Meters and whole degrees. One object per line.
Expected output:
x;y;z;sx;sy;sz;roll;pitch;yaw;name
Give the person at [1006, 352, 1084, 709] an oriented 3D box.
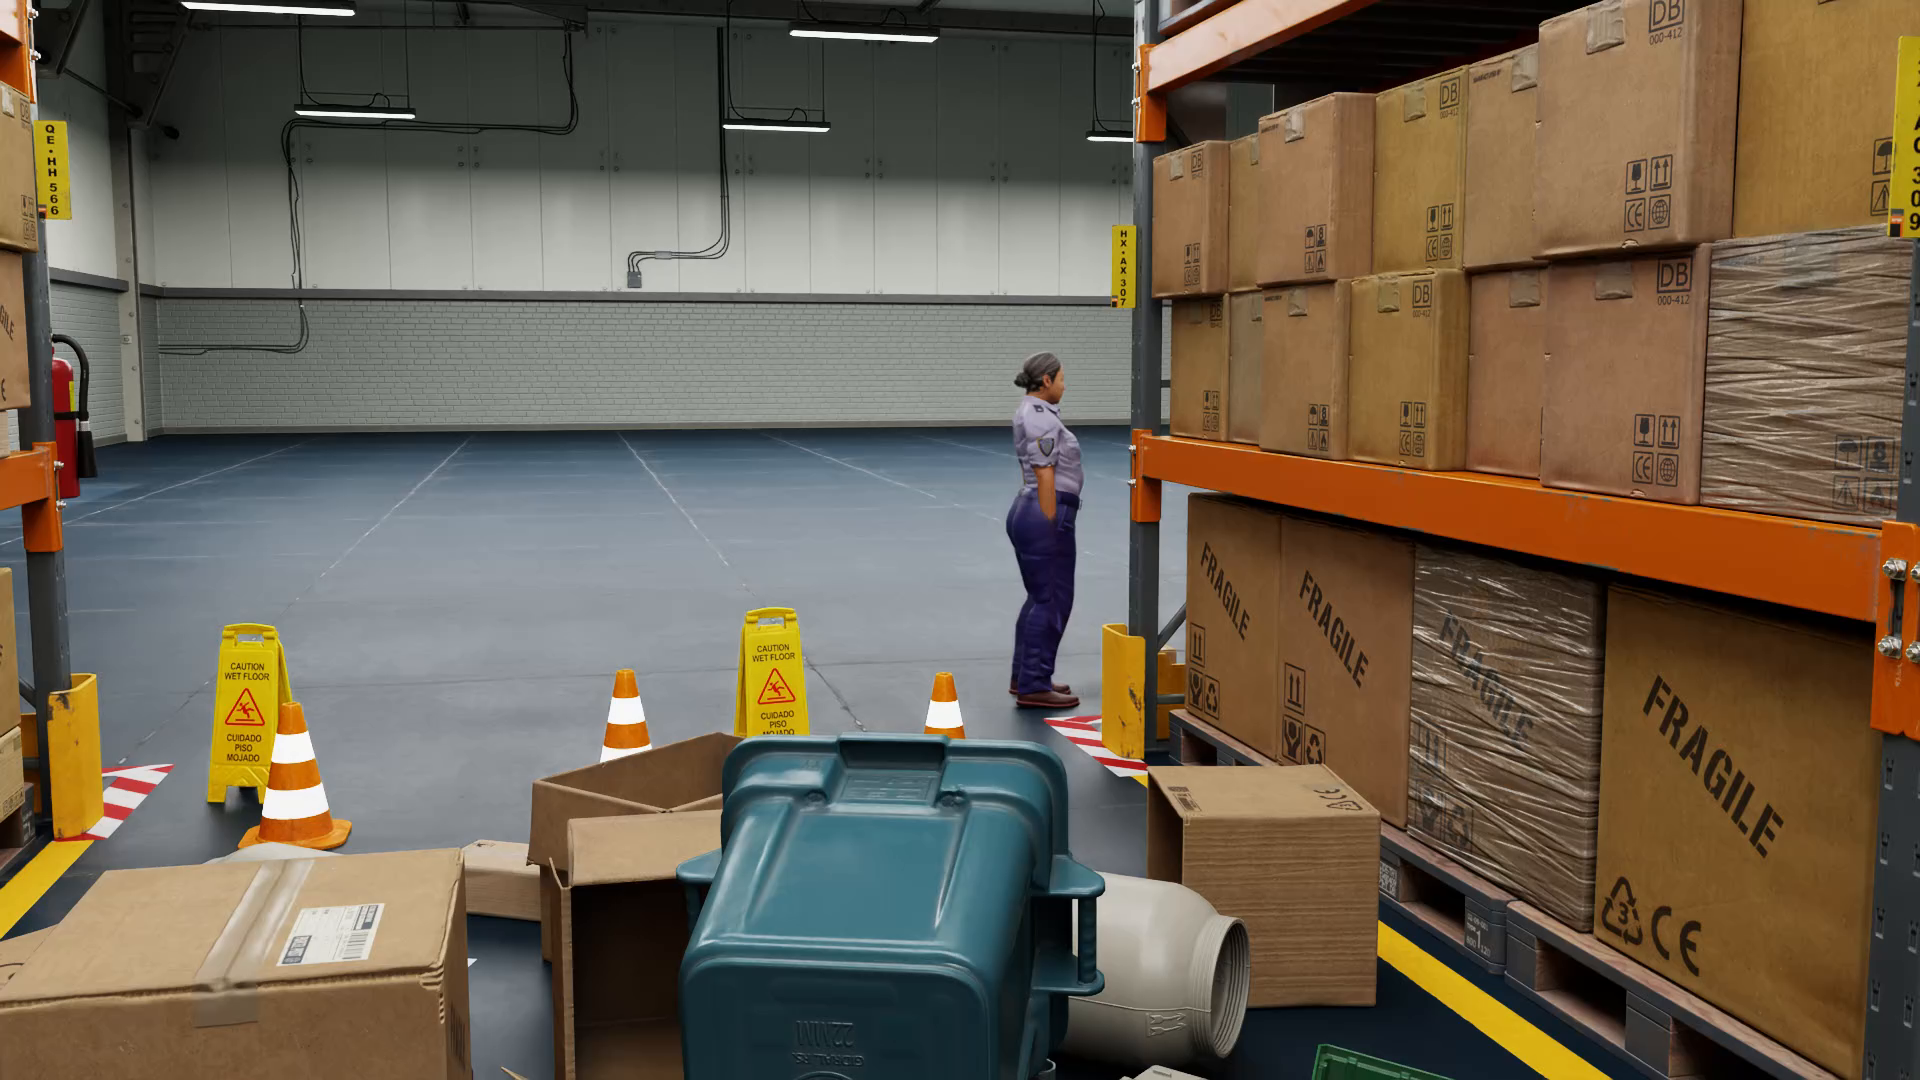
0.395;-0.055;7.796;0.342;1.645;0.469;-1;6;-7;person
